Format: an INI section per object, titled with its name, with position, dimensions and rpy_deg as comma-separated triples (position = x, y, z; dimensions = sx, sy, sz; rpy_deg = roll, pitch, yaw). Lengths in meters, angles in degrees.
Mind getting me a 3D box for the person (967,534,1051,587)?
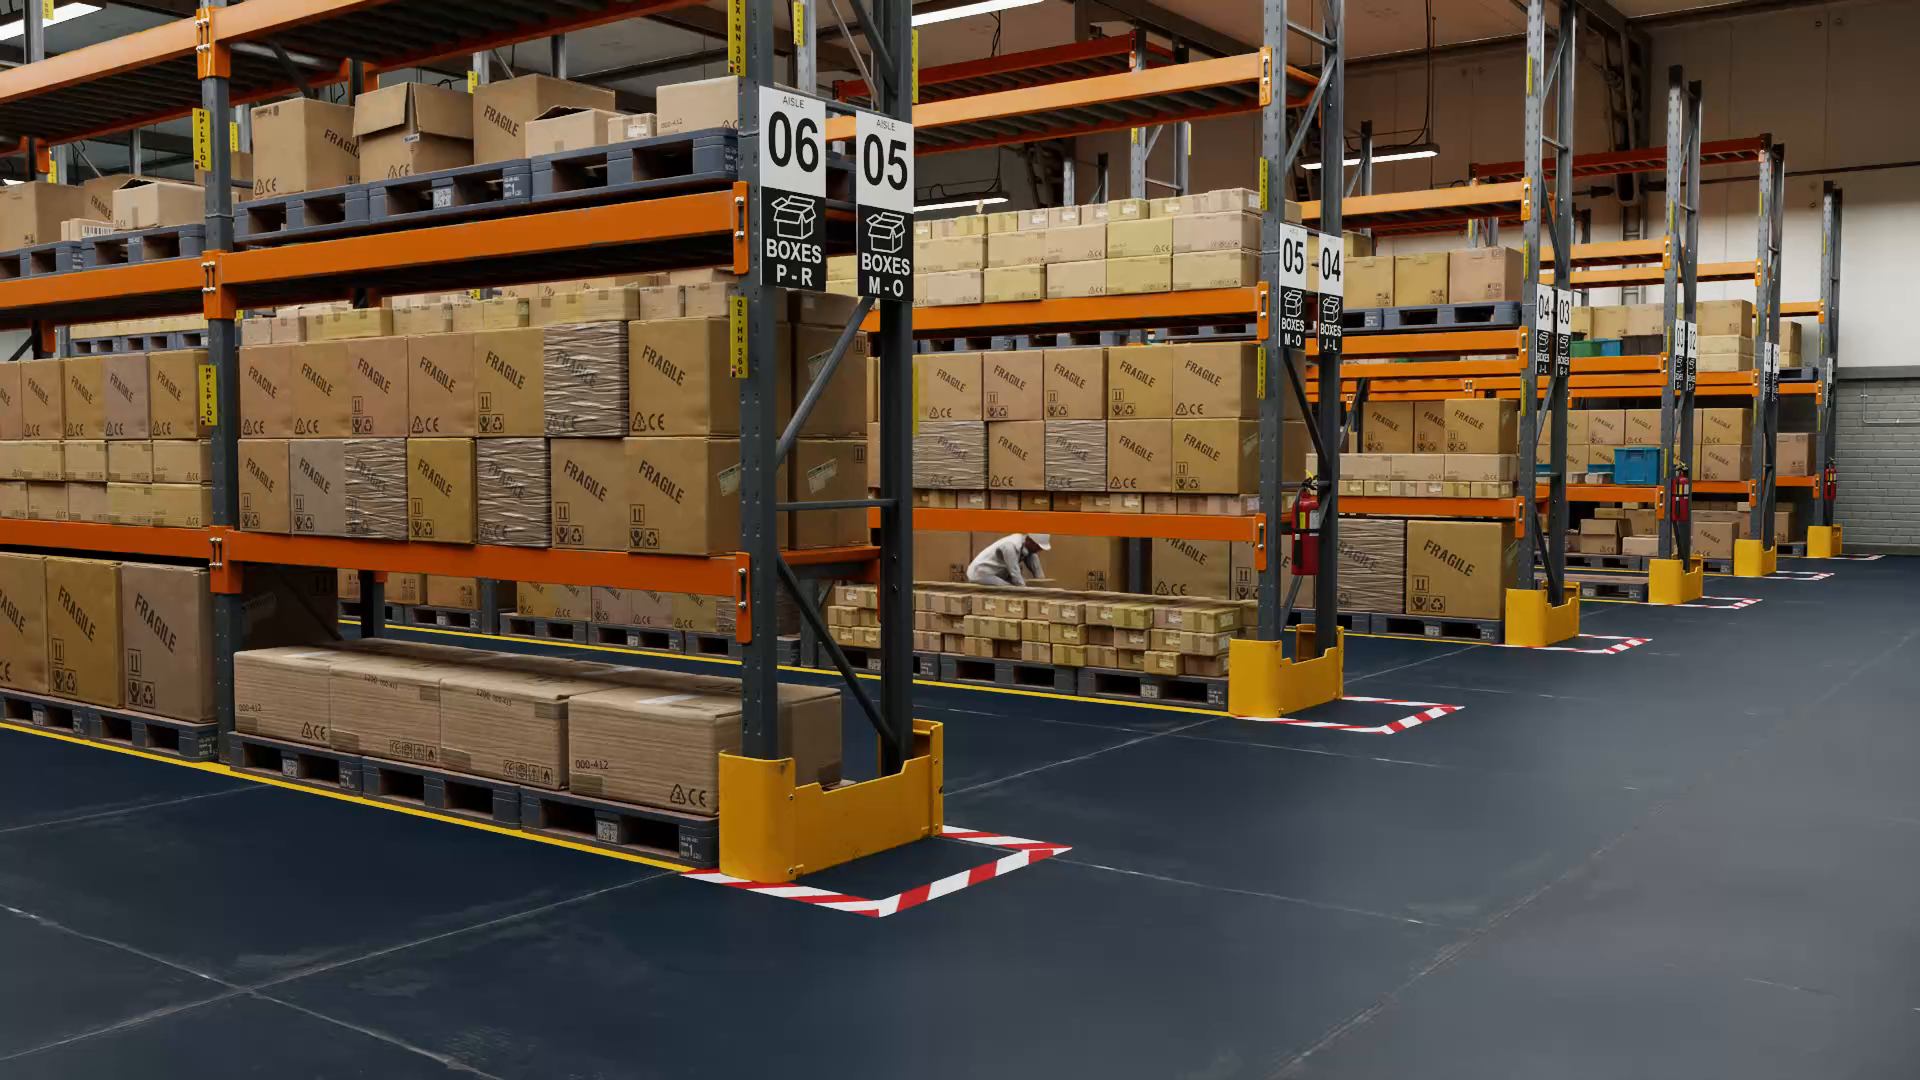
[person]
position = 0.511, 0.333, 16.708
dimensions = 0.875, 1.008, 0.542
rpy_deg = 2, 4, 36
